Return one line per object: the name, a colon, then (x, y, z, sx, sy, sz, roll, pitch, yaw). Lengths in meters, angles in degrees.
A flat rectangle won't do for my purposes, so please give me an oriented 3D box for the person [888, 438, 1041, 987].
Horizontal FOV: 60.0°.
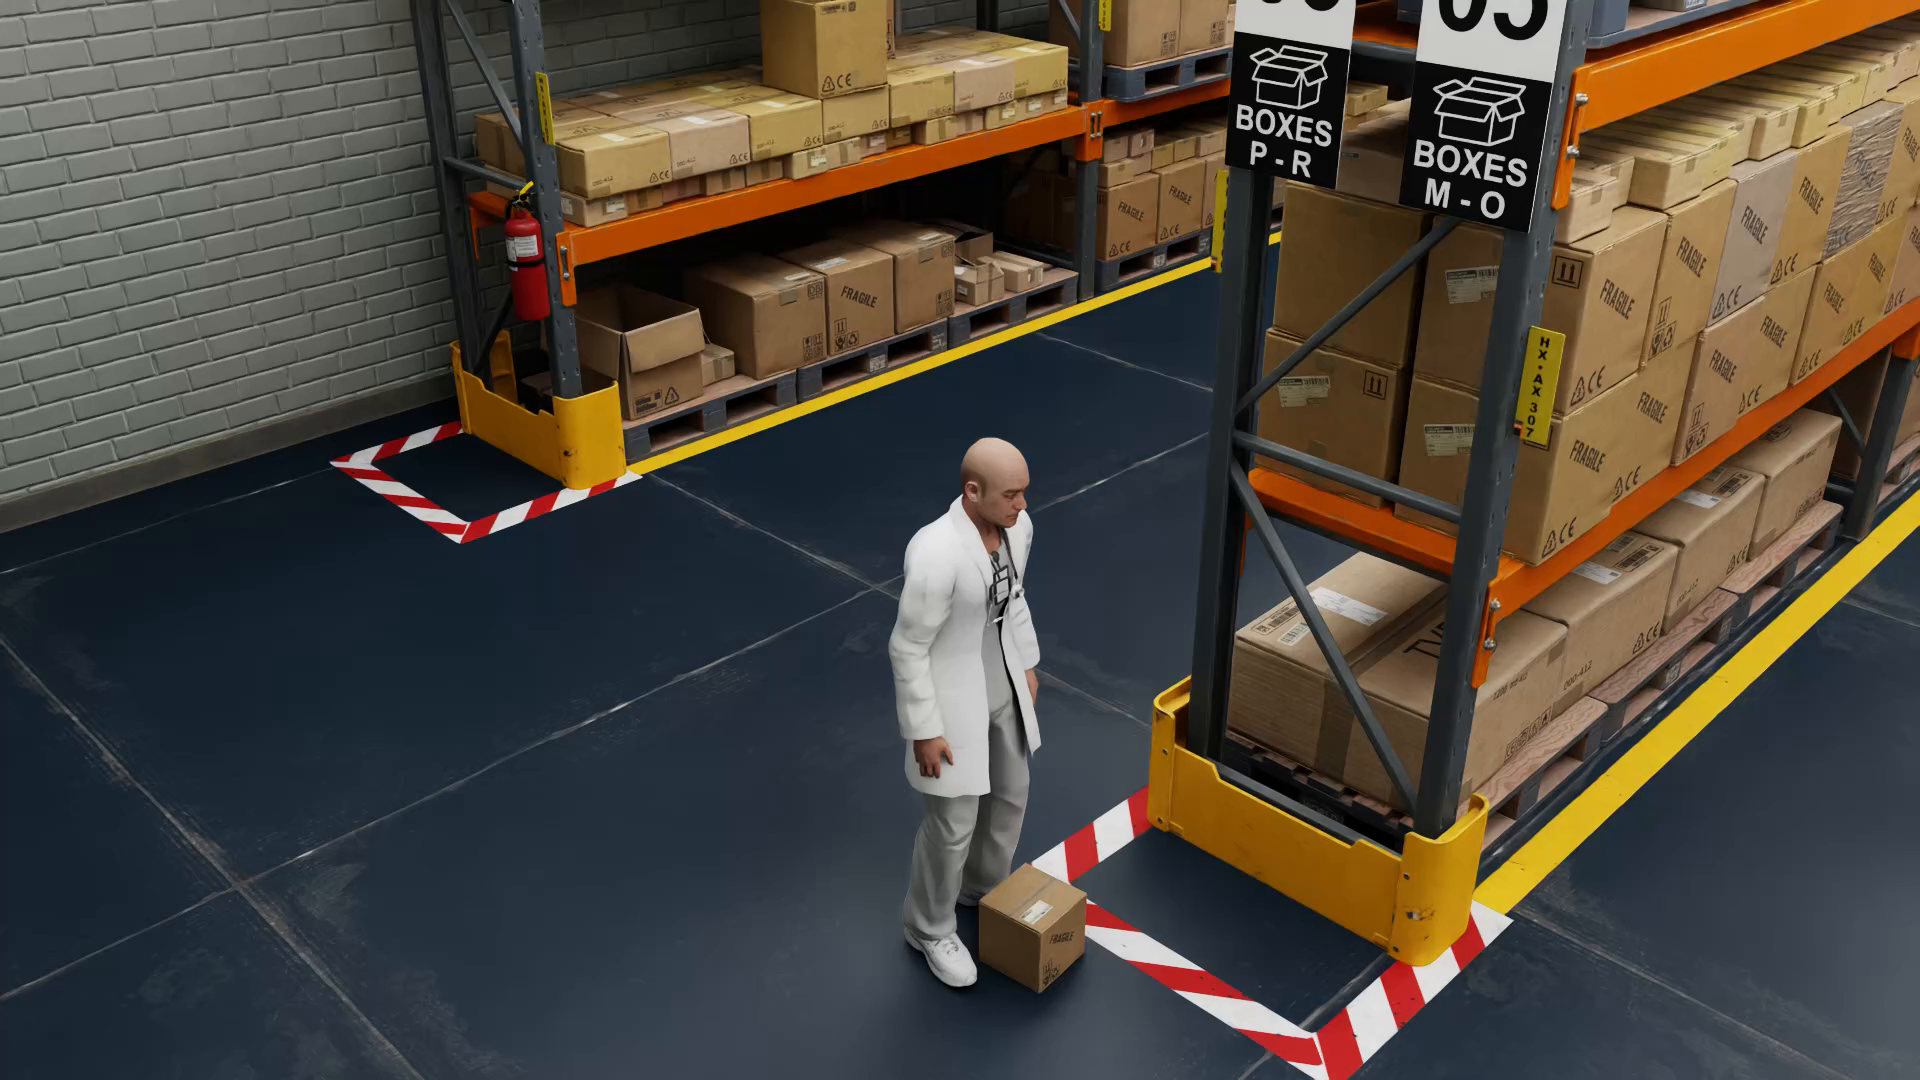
person: (0.044, 0.499, 5.176, 0.429, 1.772, 0.644, 20, 33, 33)
